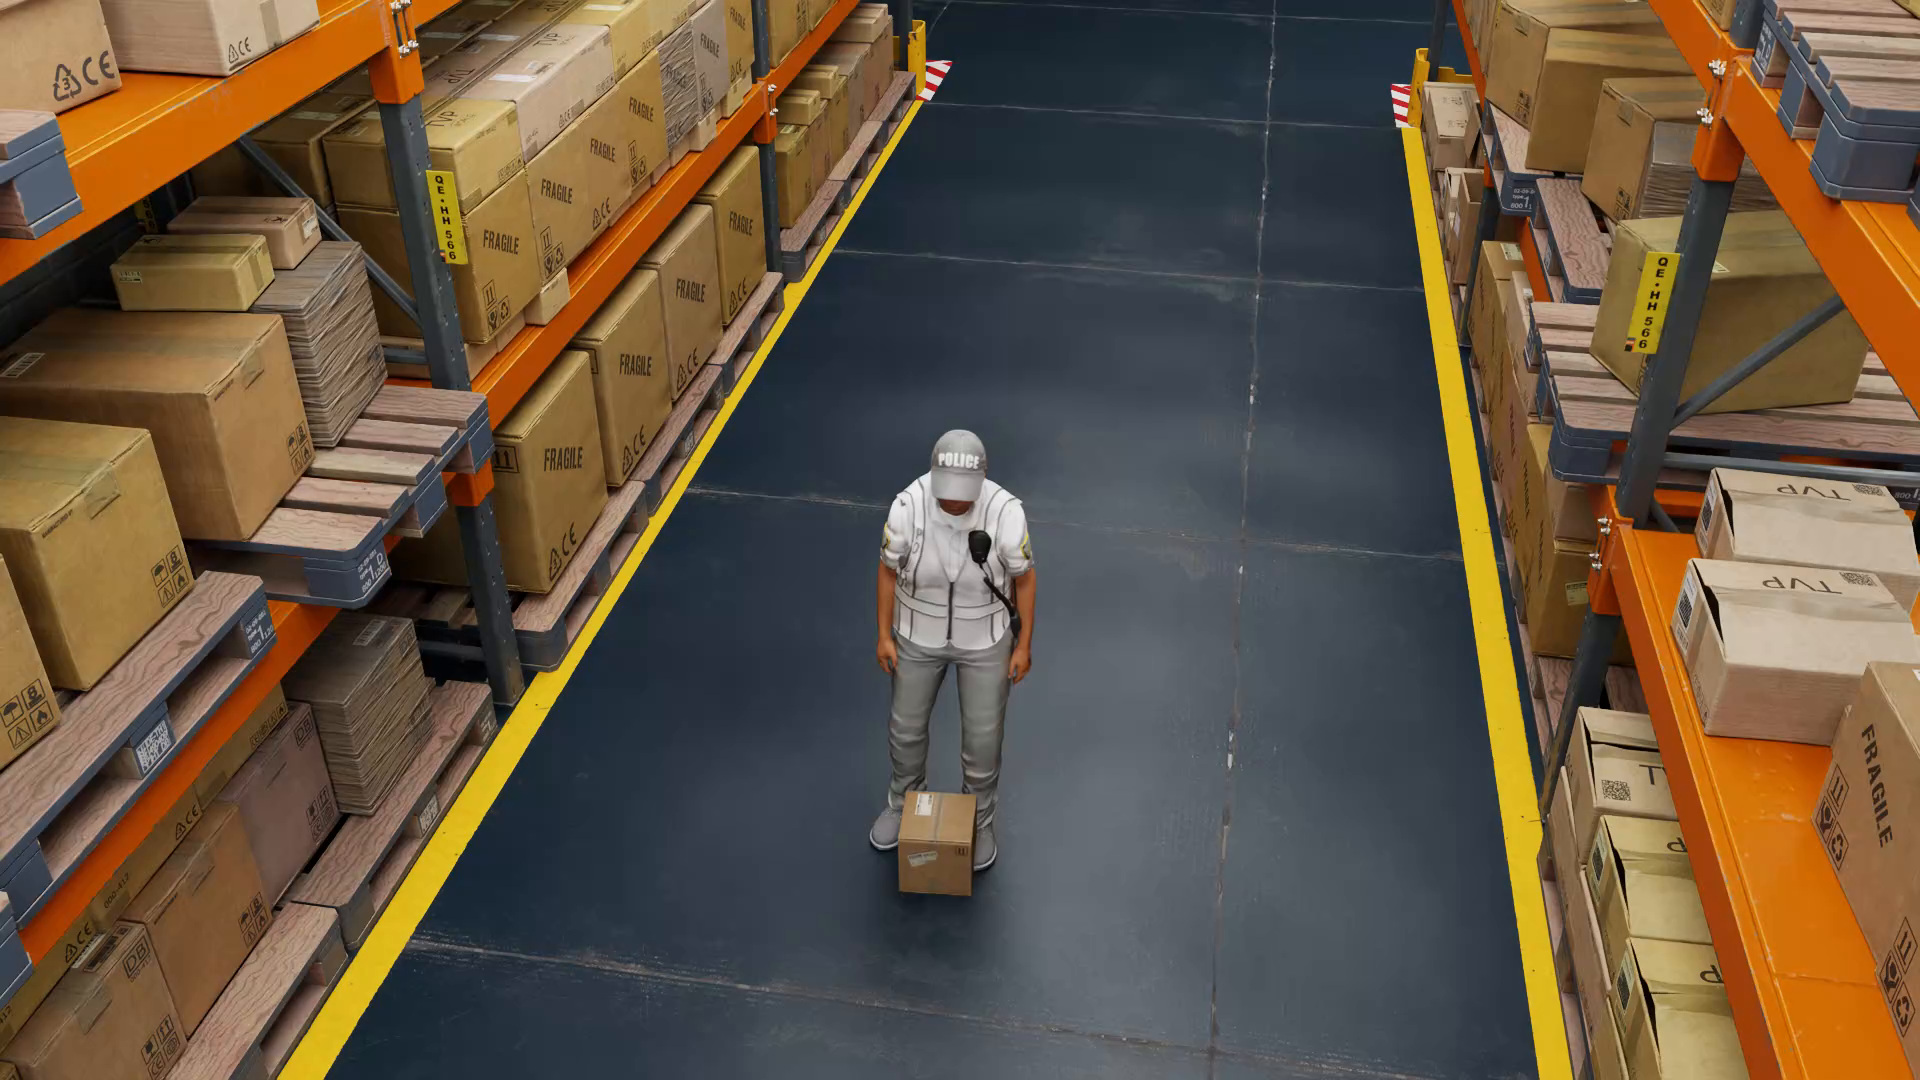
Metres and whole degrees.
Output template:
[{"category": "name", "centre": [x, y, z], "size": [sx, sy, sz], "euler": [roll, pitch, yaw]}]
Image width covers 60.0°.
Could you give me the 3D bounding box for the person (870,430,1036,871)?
[{"category": "person", "centre": [-0.034, 0.345, 5.591], "size": [0.564, 1.667, 0.465], "euler": [4, 33, 6]}]
